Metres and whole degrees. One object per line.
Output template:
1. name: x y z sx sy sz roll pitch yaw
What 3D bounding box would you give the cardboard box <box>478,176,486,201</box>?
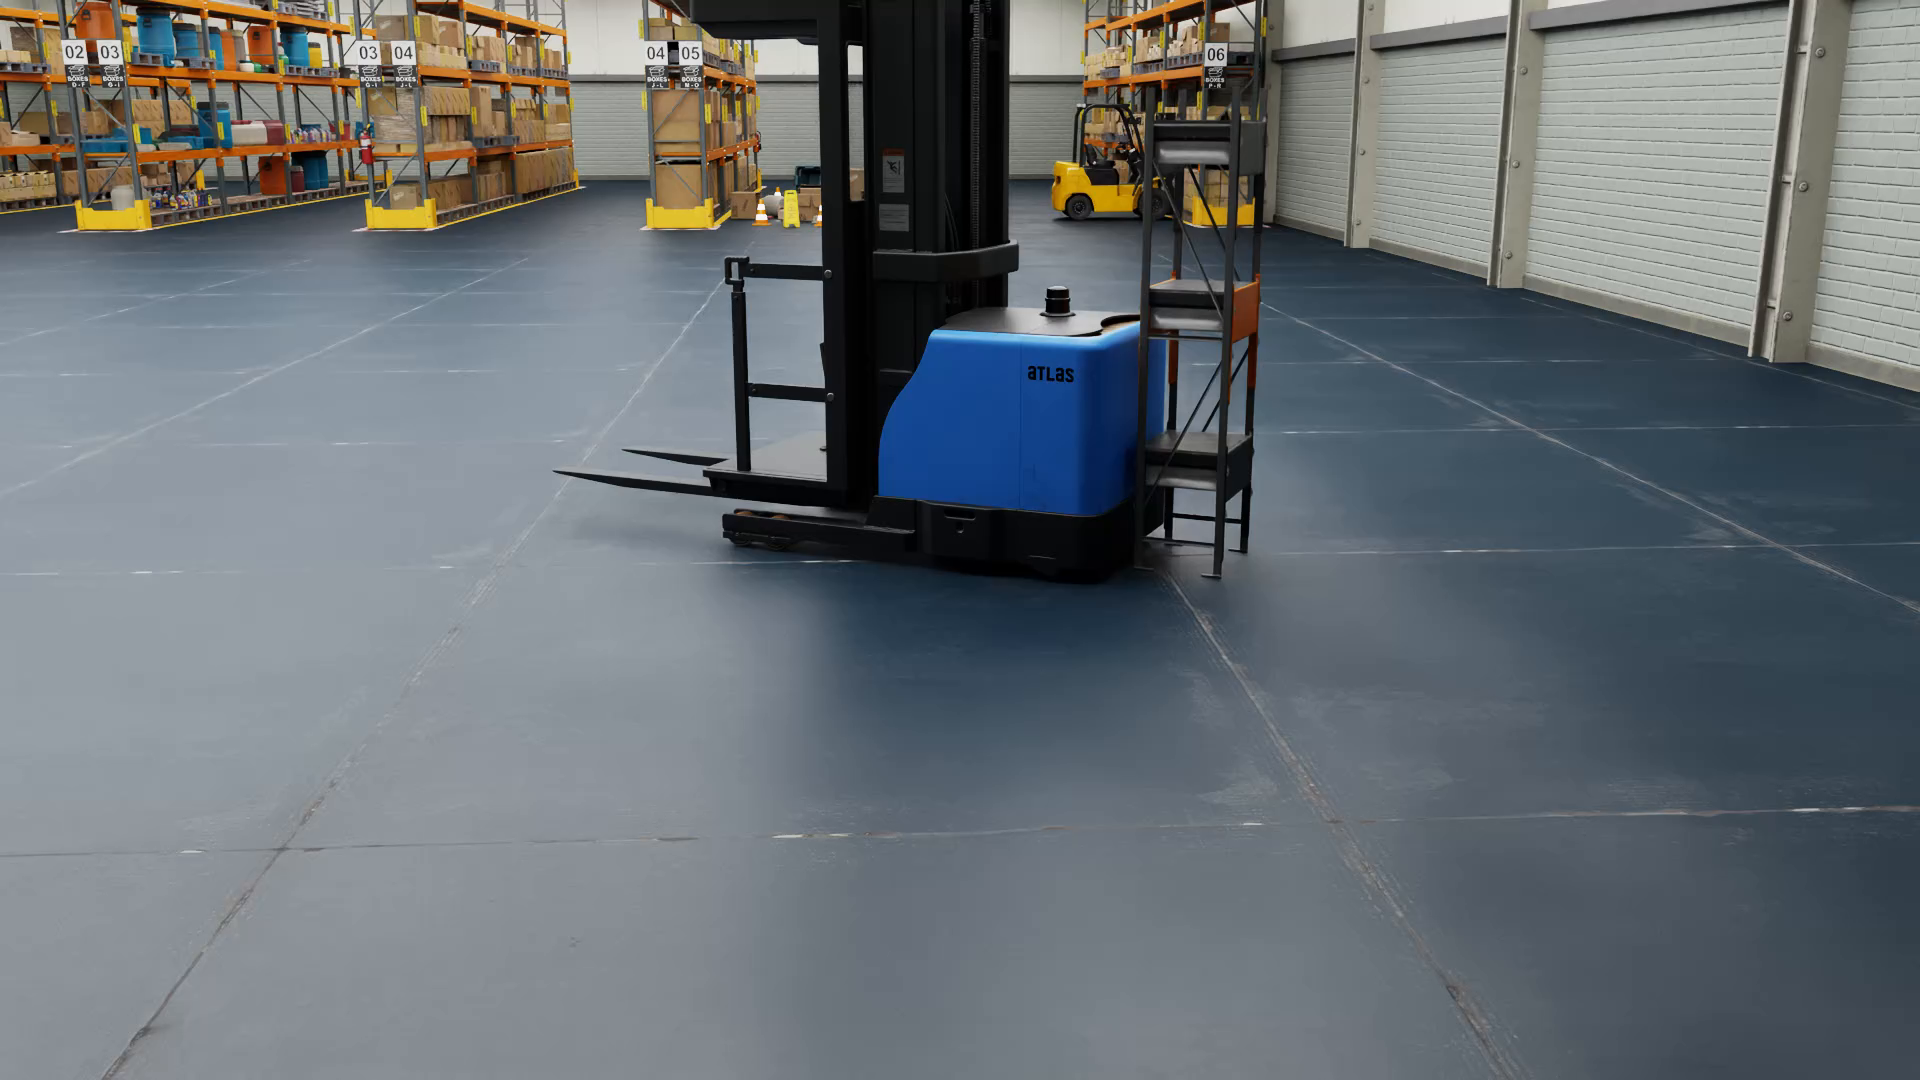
1. cardboard box: -10.249 -7.297 34.500 0.700 0.500 0.500 -1 14 -4

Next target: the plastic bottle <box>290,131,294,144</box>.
1. plastic bottle: -15.092 -9.079 37.528 0.061 0.283 0.133 -1 14 -3

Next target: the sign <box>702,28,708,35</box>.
1. sign: -4.463 -9.000 29.055 0.100 0.325 0.005 -1 14 -3

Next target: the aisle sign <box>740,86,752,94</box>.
1. aisle sign: -5.714 -12.340 44.750 0.394 0.787 0.004 -1 14 -3

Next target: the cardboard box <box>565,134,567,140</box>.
1. cardboard box: -10.568 -10.612 43.756 0.380 0.149 0.250 -1 14 -2

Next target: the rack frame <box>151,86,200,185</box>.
1. rack frame: -20.853 -10.855 44.194 1.000 3.000 0.127 -1 14 -3

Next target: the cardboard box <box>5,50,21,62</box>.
1. cardboard box: -20.222 -10.206 35.113 0.500 0.250 0.500 0 14 -2

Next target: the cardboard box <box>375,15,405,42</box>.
1. cardboard box: -10.323 -9.296 30.317 0.500 0.500 0.500 -1 14 -3

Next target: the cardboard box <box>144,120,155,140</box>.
1. cardboard box: -20.400 -10.167 41.319 0.500 0.500 0.500 -1 14 -2

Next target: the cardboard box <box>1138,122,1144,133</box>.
1. cardboard box: 4.203 -9.048 36.470 0.500 0.250 0.500 -1 14 -5

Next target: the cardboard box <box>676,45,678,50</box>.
1. cardboard box: -5.488 -9.182 31.136 0.380 0.149 0.250 -1 14 -3

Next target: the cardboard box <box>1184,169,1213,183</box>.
1. cardboard box: 4.493 -6.851 31.301 0.500 0.250 0.500 -1 14 -2

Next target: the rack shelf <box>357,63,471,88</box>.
1. rack shelf: -10.098 -8.629 30.969 1.077 0.370 4.000 -1 14 -3

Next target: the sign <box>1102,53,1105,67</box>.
1. sign: 3.586 -11.935 41.337 0.100 0.325 0.005 -1 14 -3

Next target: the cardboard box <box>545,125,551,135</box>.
1. cardboard box: -10.485 -10.204 41.370 0.500 0.250 0.500 -1 14 -4

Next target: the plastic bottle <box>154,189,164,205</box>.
1. plastic bottle: -15.518 -6.622 32.177 0.144 0.351 0.185 -1 15 -6

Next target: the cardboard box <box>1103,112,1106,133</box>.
1. cardboard box: 3.934 -10.370 41.269 0.700 0.500 0.500 -1 14 -2

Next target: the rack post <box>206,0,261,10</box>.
1. rack post: -15.373 -11.436 34.015 1.013 1.000 3.121 -1 14 -3

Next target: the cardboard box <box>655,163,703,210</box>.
1. cardboard box: -5.125 -6.421 30.383 0.875 0.875 0.875 -1 14 -3

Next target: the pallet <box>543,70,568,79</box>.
1. pallet: -10.909 -12.232 43.706 1.003 0.211 1.213 -1 14 -3

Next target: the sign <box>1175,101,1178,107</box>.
1. sign: 4.929 -9.818 37.841 0.100 0.325 0.005 -1 14 -3

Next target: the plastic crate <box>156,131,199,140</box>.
1. plastic crate: -15.260 -7.784 32.383 0.767 0.338 0.504 -1 14 -3

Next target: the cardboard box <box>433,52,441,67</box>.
1. cardboard box: -9.811 -8.783 30.423 0.500 0.250 0.500 -1 14 -4

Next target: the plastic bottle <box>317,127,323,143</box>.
1. plastic bottle: -15.266 -9.642 39.580 0.144 0.351 0.185 -1 14 -3

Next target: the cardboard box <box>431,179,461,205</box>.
1. cardboard box: -10.237 -6.915 33.056 0.500 0.500 0.500 -1 14 -5

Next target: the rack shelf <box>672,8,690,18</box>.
1. rack shelf: -5.389 -10.934 34.711 1.077 0.370 4.000 -1 14 -3

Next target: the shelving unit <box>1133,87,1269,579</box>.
1. shelving unit: 1.067 -0.922 7.395 0.431 2.100 0.503 6 16 22

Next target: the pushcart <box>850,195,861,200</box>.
1. pushcart: -2.603 -6.858 33.922 1.648 0.377 0.936 -6 16 -23

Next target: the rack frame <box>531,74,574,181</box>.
1. rack frame: -10.965 -11.007 44.785 1.000 3.000 0.127 -1 14 -3

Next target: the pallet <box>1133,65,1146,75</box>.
1. pallet: 4.506 -10.441 36.948 1.213 0.211 1.003 0 14 -1

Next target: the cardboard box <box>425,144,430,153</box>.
1. cardboard box: -9.750 -7.043 29.884 0.380 0.149 0.250 -1 14 -3

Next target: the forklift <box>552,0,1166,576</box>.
1. forklift: -0.576 -1.484 7.910 3.031 2.935 1.130 6 16 23

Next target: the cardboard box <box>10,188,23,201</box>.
1. cardboard box: -19.983 -7.229 34.777 0.500 0.250 0.500 -1 14 -2

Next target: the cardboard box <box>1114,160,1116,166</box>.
1. cardboard box: 4.006 -9.325 41.120 0.380 0.149 0.250 -2 15 -6

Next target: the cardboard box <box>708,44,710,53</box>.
1. cardboard box: -4.782 -9.003 30.439 0.380 0.149 0.250 -1 14 -3

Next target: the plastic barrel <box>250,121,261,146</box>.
1. plastic barrel: -15.110 -8.637 35.353 0.421 0.512 0.421 0 14 0

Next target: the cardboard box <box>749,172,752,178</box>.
1. cardboard box: -5.580 -9.446 43.003 0.380 0.149 0.250 -1 14 -4

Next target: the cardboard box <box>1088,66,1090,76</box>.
1. cardboard box: 3.686 -12.521 44.354 0.500 0.250 0.500 -1 14 -2

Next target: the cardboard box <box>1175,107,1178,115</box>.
1. cardboard box: 4.434 -8.419 32.628 0.380 0.149 0.250 -1 14 -4

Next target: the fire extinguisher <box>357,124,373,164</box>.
1. fire extinguisher: -10.427 -6.954 29.191 0.296 0.674 0.183 -1 14 -3

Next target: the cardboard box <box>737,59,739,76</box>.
1. cardboard box: -5.321 -10.840 37.917 0.500 0.500 0.500 -1 14 -3

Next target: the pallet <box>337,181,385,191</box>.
1. pallet: -15.896 -9.374 44.036 1.003 0.211 1.213 -1 14 -3

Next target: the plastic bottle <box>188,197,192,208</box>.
1. plastic bottle: -14.765 -6.450 31.810 0.097 0.201 0.097 0 14 0

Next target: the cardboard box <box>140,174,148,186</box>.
1. cardboard box: -20.415 -8.879 41.027 0.500 0.311 0.500 -1 14 -3

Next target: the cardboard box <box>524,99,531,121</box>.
1. cardboard box: -10.639 -10.217 39.500 0.797 0.503 0.637 -1 14 -3

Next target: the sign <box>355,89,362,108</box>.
1. sign: -10.529 -7.738 29.122 0.100 0.325 0.005 -1 14 -3

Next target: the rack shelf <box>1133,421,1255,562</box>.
1. rack shelf: 1.067 -0.231 7.572 0.431 0.518 0.480 6 16 22

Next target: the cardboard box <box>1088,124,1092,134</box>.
1. cardboard box: 3.705 -10.940 44.231 0.500 0.250 0.500 -1 14 -4

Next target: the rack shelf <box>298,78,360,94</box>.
1. rack shelf: -15.785 -11.537 42.271 1.077 0.370 4.000 -1 14 -3

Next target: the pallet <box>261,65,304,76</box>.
1. pallet: -15.363 -10.494 37.150 1.003 0.211 1.213 -1 14 -3

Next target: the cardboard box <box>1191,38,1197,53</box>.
1. cardboard box: 4.501 -9.162 30.822 0.396 0.266 0.258 -1 14 -3

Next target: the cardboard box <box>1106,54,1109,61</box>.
1. cardboard box: 3.769 -11.759 40.554 0.380 0.149 0.250 -1 14 -4
